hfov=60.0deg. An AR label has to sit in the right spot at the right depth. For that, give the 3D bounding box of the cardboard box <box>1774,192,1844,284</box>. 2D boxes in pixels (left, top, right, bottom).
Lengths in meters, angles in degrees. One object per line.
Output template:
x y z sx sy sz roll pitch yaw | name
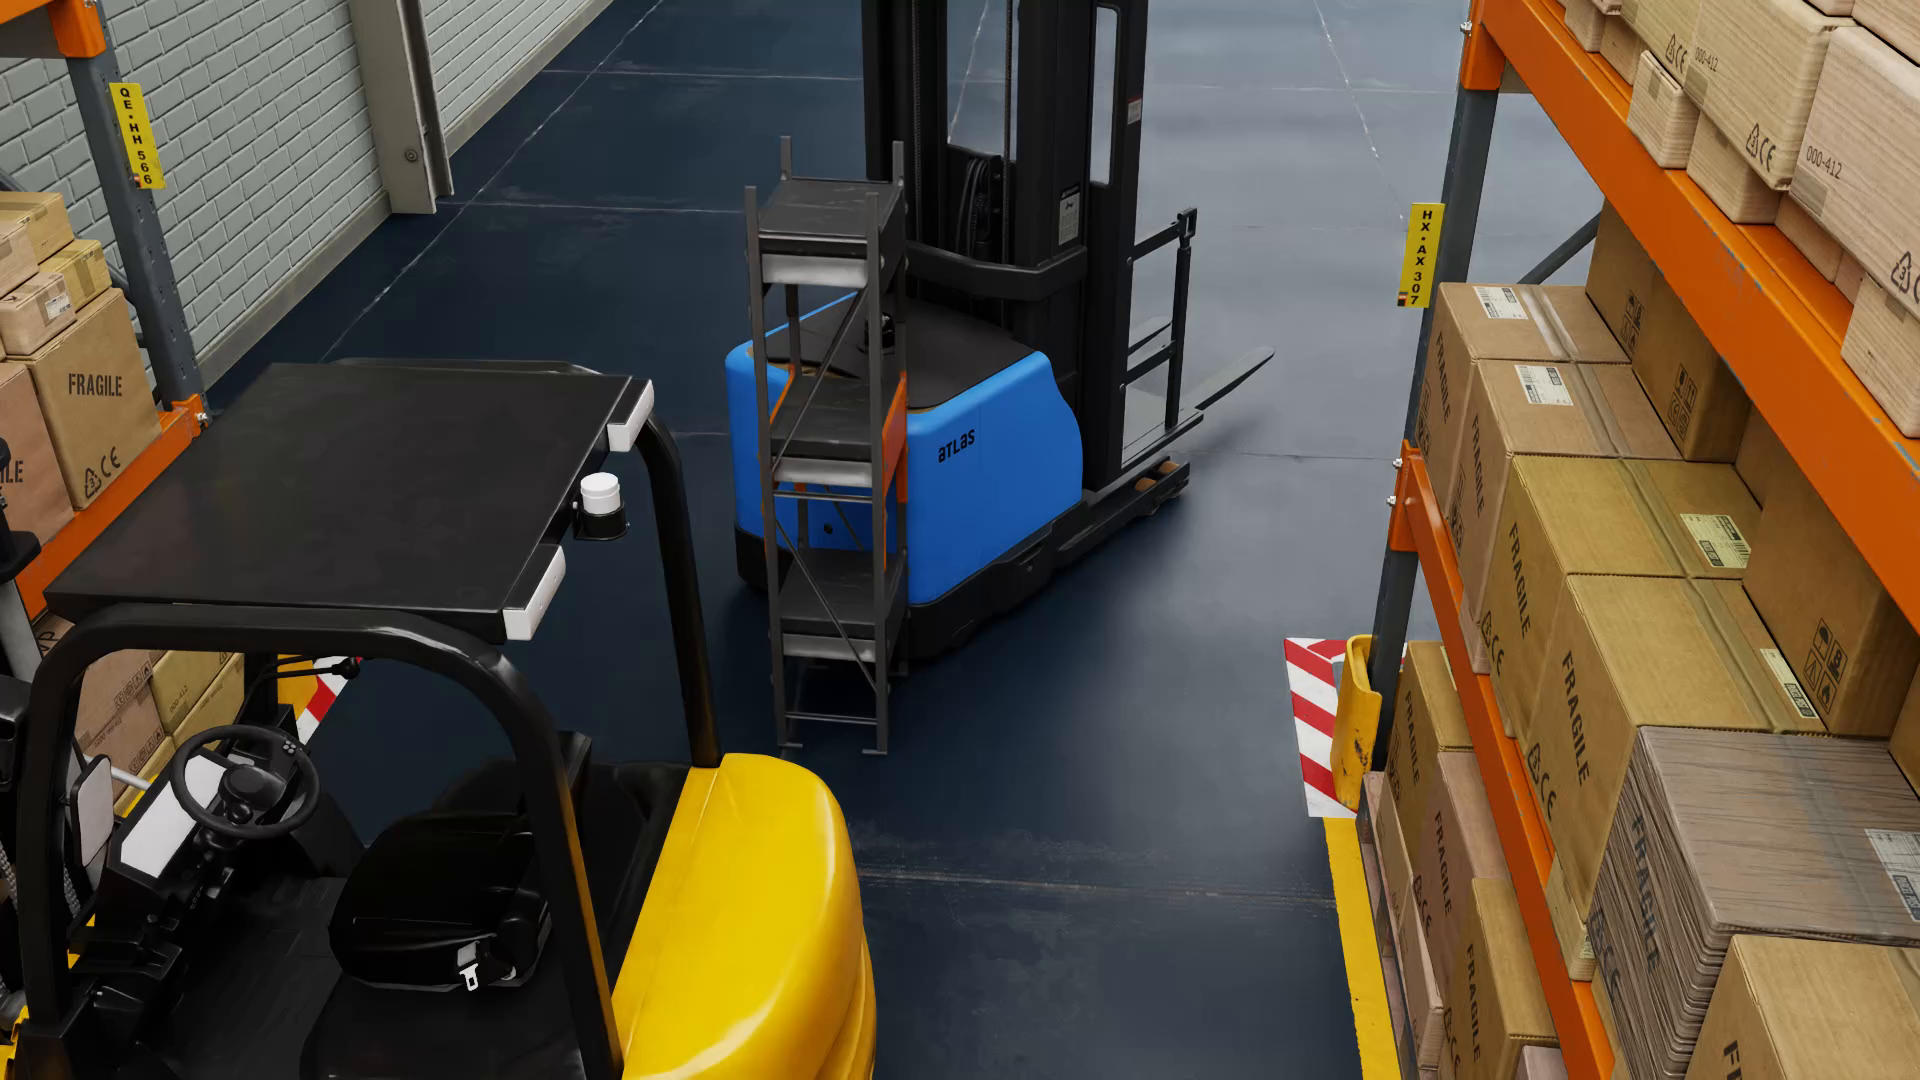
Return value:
1.527 -0.511 2.601 0.380 0.149 0.250 2 32 4 | cardboard box

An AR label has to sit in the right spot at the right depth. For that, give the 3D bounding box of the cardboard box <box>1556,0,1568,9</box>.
1.627 -1.320 3.913 0.380 0.149 0.250 1 32 2 | cardboard box

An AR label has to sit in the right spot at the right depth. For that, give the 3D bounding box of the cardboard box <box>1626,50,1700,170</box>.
1.458 -0.785 3.045 0.380 0.149 0.250 3 32 5 | cardboard box

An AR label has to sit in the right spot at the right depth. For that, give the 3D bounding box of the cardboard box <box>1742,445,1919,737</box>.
1.919 0.021 3.024 0.700 0.500 0.500 2 32 4 | cardboard box

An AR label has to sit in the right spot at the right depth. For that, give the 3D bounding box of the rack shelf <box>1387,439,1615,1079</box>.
1.747 0.902 3.614 1.077 0.370 4.000 2 32 4 | rack shelf

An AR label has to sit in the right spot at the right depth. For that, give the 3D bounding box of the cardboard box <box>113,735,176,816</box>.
-2.811 0.850 5.232 0.500 0.250 0.500 2 32 4 | cardboard box

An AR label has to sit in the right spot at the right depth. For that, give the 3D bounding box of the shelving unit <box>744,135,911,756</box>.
-0.420 -0.263 5.668 0.431 2.100 0.503 4 31 6 | shelving unit

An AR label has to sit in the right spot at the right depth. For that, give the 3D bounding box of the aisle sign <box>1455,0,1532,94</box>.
1.606 -1.603 4.514 0.394 0.787 0.004 2 32 4 | aisle sign

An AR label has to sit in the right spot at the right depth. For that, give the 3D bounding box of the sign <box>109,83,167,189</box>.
-2.498 -1.224 5.047 0.100 0.325 0.005 2 32 4 | sign

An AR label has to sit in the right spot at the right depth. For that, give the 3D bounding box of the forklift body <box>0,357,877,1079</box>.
-1.374 0.770 3.950 2.313 2.155 1.214 2 32 4 | forklift body

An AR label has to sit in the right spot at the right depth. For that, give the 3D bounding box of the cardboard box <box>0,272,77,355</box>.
-2.778 -0.651 4.734 0.380 0.149 0.250 3 32 5 | cardboard box

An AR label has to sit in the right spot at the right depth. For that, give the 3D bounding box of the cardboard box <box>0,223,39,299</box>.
-2.846 -0.779 4.658 0.380 0.149 0.250 3 32 4 | cardboard box

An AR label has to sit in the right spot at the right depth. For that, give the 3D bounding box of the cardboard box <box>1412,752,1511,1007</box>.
1.529 0.918 4.407 0.500 0.500 0.500 1 32 2 | cardboard box

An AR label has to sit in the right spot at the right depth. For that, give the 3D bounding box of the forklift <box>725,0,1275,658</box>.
0.388 -1.503 6.896 1.130 2.935 3.031 23 38 32 | forklift

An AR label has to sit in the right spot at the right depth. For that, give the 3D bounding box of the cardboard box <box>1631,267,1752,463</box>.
2.037 -0.505 3.878 0.700 0.500 0.500 3 32 4 | cardboard box

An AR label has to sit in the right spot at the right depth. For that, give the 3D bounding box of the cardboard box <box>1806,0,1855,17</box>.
1.424 -0.858 2.404 0.380 0.149 0.250 3 32 5 | cardboard box

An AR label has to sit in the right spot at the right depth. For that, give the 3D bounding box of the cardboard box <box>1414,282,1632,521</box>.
1.595 -0.384 4.635 0.500 0.500 0.500 2 32 3 | cardboard box

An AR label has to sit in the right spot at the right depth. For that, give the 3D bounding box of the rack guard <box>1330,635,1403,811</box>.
1.904 0.653 5.713 1.175 0.500 0.348 2 32 4 | rack guard

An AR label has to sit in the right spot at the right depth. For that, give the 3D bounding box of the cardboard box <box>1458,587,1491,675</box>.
1.501 0.224 4.267 0.380 0.149 0.250 3 32 5 | cardboard box

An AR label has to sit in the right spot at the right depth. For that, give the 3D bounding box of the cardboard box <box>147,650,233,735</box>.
-2.766 0.386 5.508 0.500 0.250 0.500 2 32 3 | cardboard box

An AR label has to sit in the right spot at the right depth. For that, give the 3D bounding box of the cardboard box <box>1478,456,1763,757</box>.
1.516 0.154 3.763 0.500 0.500 0.500 2 32 3 | cardboard box

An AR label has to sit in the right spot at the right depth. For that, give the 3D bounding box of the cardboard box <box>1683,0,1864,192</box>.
1.474 -0.738 2.588 0.500 0.250 0.500 3 32 5 | cardboard box

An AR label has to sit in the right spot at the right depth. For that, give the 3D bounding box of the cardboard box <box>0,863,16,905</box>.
-2.838 0.919 4.644 0.500 0.250 0.500 2 32 3 | cardboard box

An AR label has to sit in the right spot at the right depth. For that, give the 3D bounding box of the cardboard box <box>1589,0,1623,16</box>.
1.553 -1.276 3.461 0.500 0.250 0.500 2 32 3 | cardboard box

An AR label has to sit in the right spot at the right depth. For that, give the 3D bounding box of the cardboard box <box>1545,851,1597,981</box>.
1.422 0.767 3.386 0.380 0.149 0.250 3 32 4 | cardboard box

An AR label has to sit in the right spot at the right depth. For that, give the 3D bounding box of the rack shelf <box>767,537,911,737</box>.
-0.427 0.347 6.039 0.431 0.518 0.480 4 31 6 | rack shelf

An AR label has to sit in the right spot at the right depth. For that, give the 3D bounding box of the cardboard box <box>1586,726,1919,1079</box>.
1.445 0.688 2.896 0.500 0.500 0.500 3 32 5 | cardboard box

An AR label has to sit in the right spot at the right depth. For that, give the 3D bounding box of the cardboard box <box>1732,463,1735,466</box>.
2.095 -0.062 4.113 0.500 0.500 0.500 3 32 4 | cardboard box

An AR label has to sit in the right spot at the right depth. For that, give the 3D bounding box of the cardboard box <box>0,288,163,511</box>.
-2.816 -0.435 5.001 0.500 0.500 0.500 2 32 3 | cardboard box

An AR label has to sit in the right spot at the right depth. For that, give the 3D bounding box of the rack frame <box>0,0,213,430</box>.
-3.038 -0.661 5.463 1.000 3.000 0.127 2 32 4 | rack frame

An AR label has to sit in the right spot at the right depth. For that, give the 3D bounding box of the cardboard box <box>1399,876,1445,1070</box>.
1.520 1.218 4.635 0.500 0.250 0.500 4 32 6 | cardboard box

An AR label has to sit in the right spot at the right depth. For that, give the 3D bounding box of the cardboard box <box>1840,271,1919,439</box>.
1.404 -0.244 2.168 0.380 0.149 0.250 3 32 5 | cardboard box

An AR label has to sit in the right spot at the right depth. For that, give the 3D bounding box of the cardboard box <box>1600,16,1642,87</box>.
1.576 -1.052 3.479 0.380 0.149 0.250 2 32 4 | cardboard box

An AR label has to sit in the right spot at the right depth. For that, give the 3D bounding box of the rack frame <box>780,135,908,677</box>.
-0.390 -0.389 5.875 0.400 2.100 0.015 4 31 6 | rack frame

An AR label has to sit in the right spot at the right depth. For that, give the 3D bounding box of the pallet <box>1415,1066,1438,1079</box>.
1.700 1.836 4.070 1.003 0.211 1.213 2 32 4 | pallet

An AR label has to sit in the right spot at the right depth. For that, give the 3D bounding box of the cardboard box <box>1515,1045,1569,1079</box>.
1.445 1.460 3.528 0.500 0.500 0.500 4 32 7 | cardboard box

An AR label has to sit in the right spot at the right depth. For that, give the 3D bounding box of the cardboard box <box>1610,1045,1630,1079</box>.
1.386 1.036 2.950 0.380 0.149 0.250 2 32 3 | cardboard box

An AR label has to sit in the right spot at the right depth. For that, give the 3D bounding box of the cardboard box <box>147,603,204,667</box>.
-2.764 0.160 5.399 0.500 0.250 0.500 3 32 6 | cardboard box

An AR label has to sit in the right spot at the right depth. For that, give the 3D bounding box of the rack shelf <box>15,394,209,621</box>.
-3.200 0.692 3.955 1.077 0.370 4.000 2 32 4 | rack shelf
